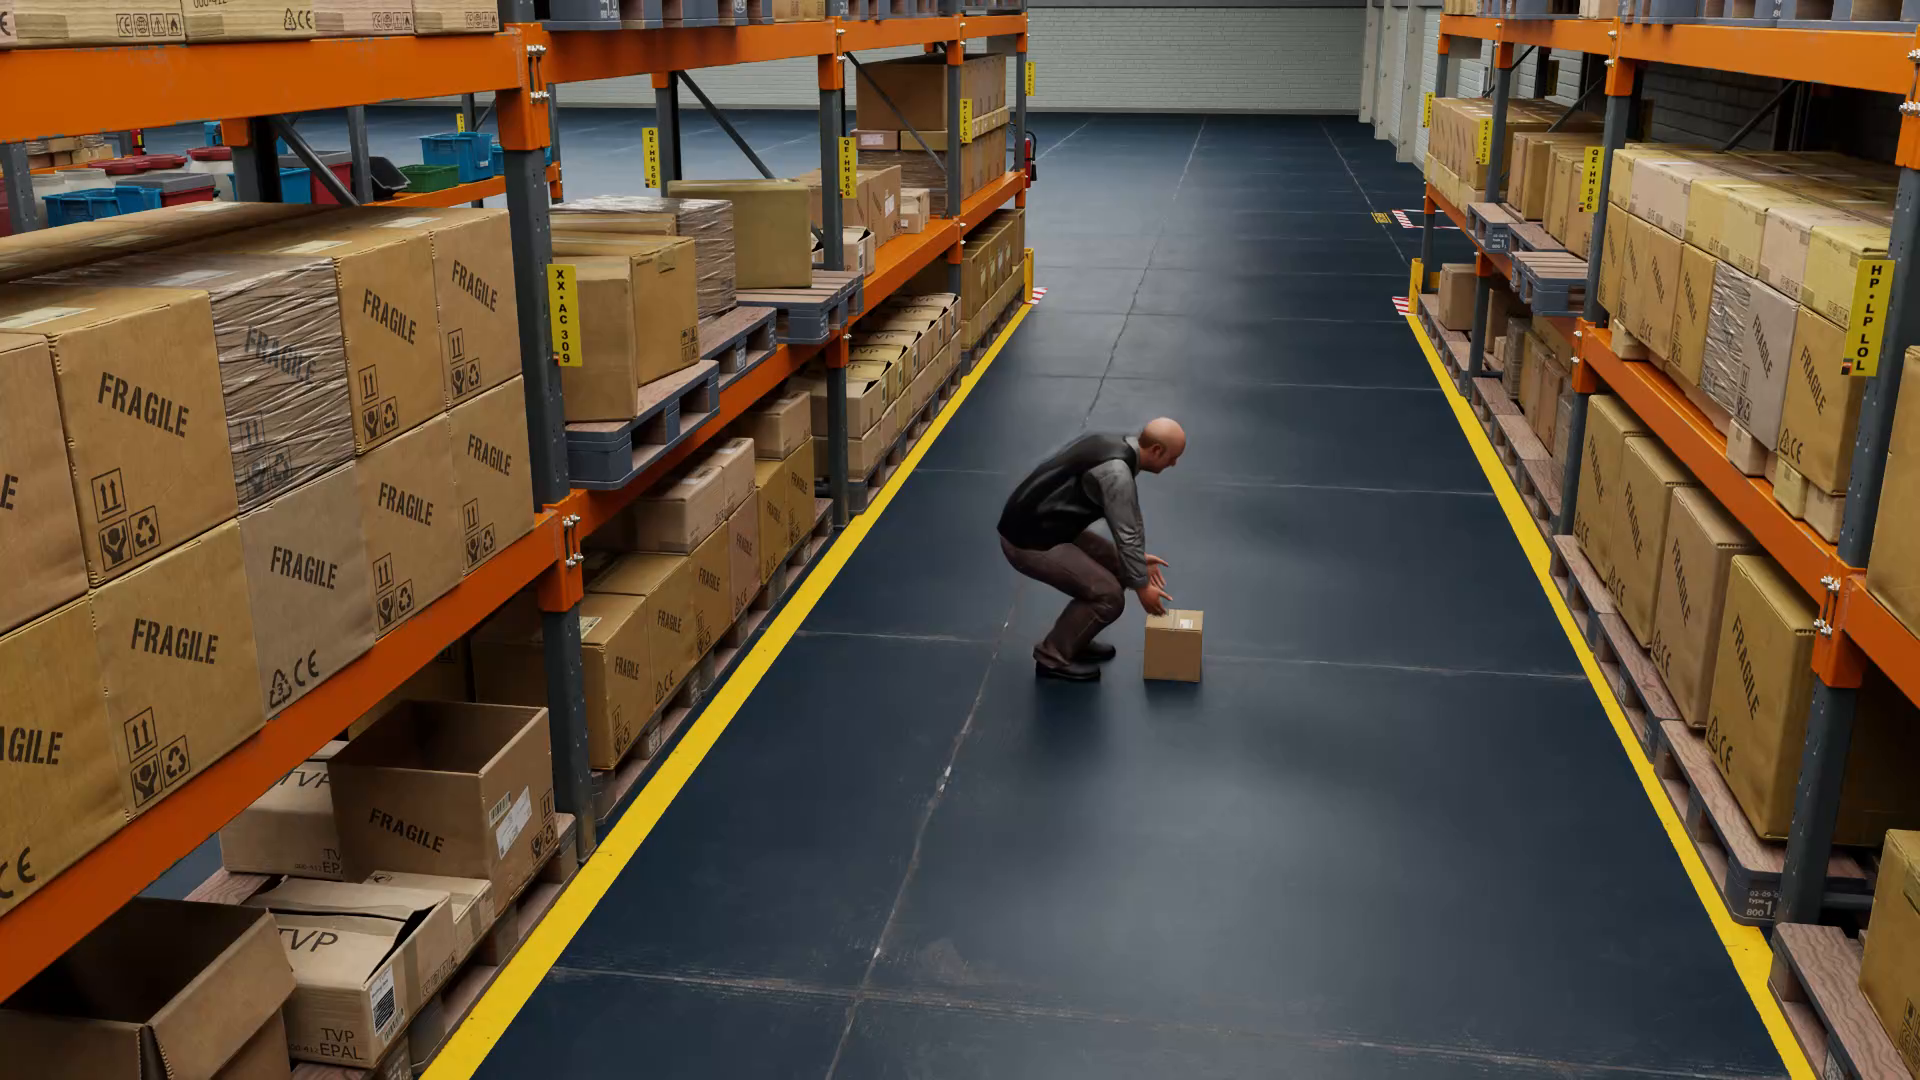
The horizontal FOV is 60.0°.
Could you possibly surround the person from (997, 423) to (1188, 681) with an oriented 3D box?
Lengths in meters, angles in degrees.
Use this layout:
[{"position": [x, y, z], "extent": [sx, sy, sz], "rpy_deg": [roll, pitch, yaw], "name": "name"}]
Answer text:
[{"position": [0.589, 0.065, 7.488], "extent": [0.823, 1.056, 0.568], "rpy_deg": [3, 18, 9], "name": "person"}]
